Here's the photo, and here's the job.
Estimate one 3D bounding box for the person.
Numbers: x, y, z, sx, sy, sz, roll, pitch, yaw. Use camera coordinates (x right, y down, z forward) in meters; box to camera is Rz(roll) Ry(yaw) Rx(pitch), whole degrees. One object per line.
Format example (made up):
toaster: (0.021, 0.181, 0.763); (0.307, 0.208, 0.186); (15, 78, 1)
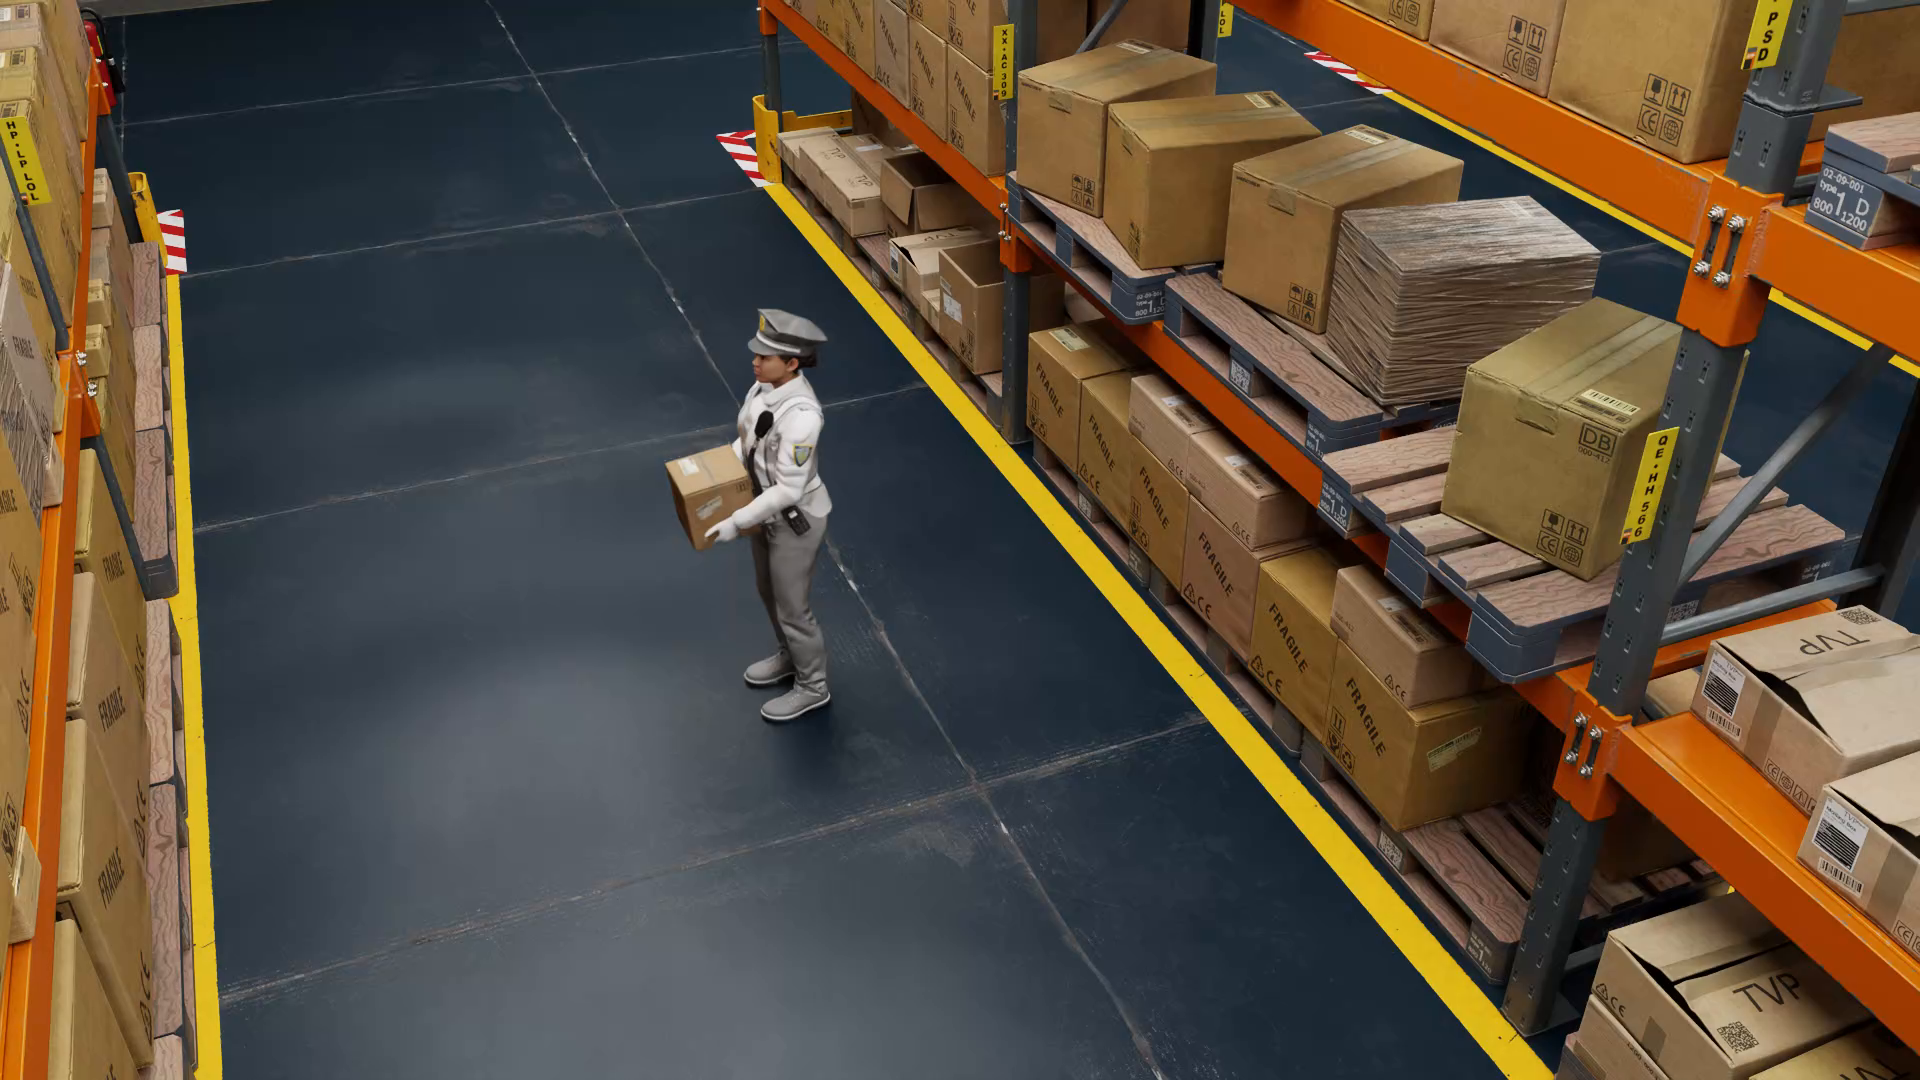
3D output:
person: (-0.665, -0.084, 6.255); (0.359, 1.673, 0.508); (-14, 36, -20)
